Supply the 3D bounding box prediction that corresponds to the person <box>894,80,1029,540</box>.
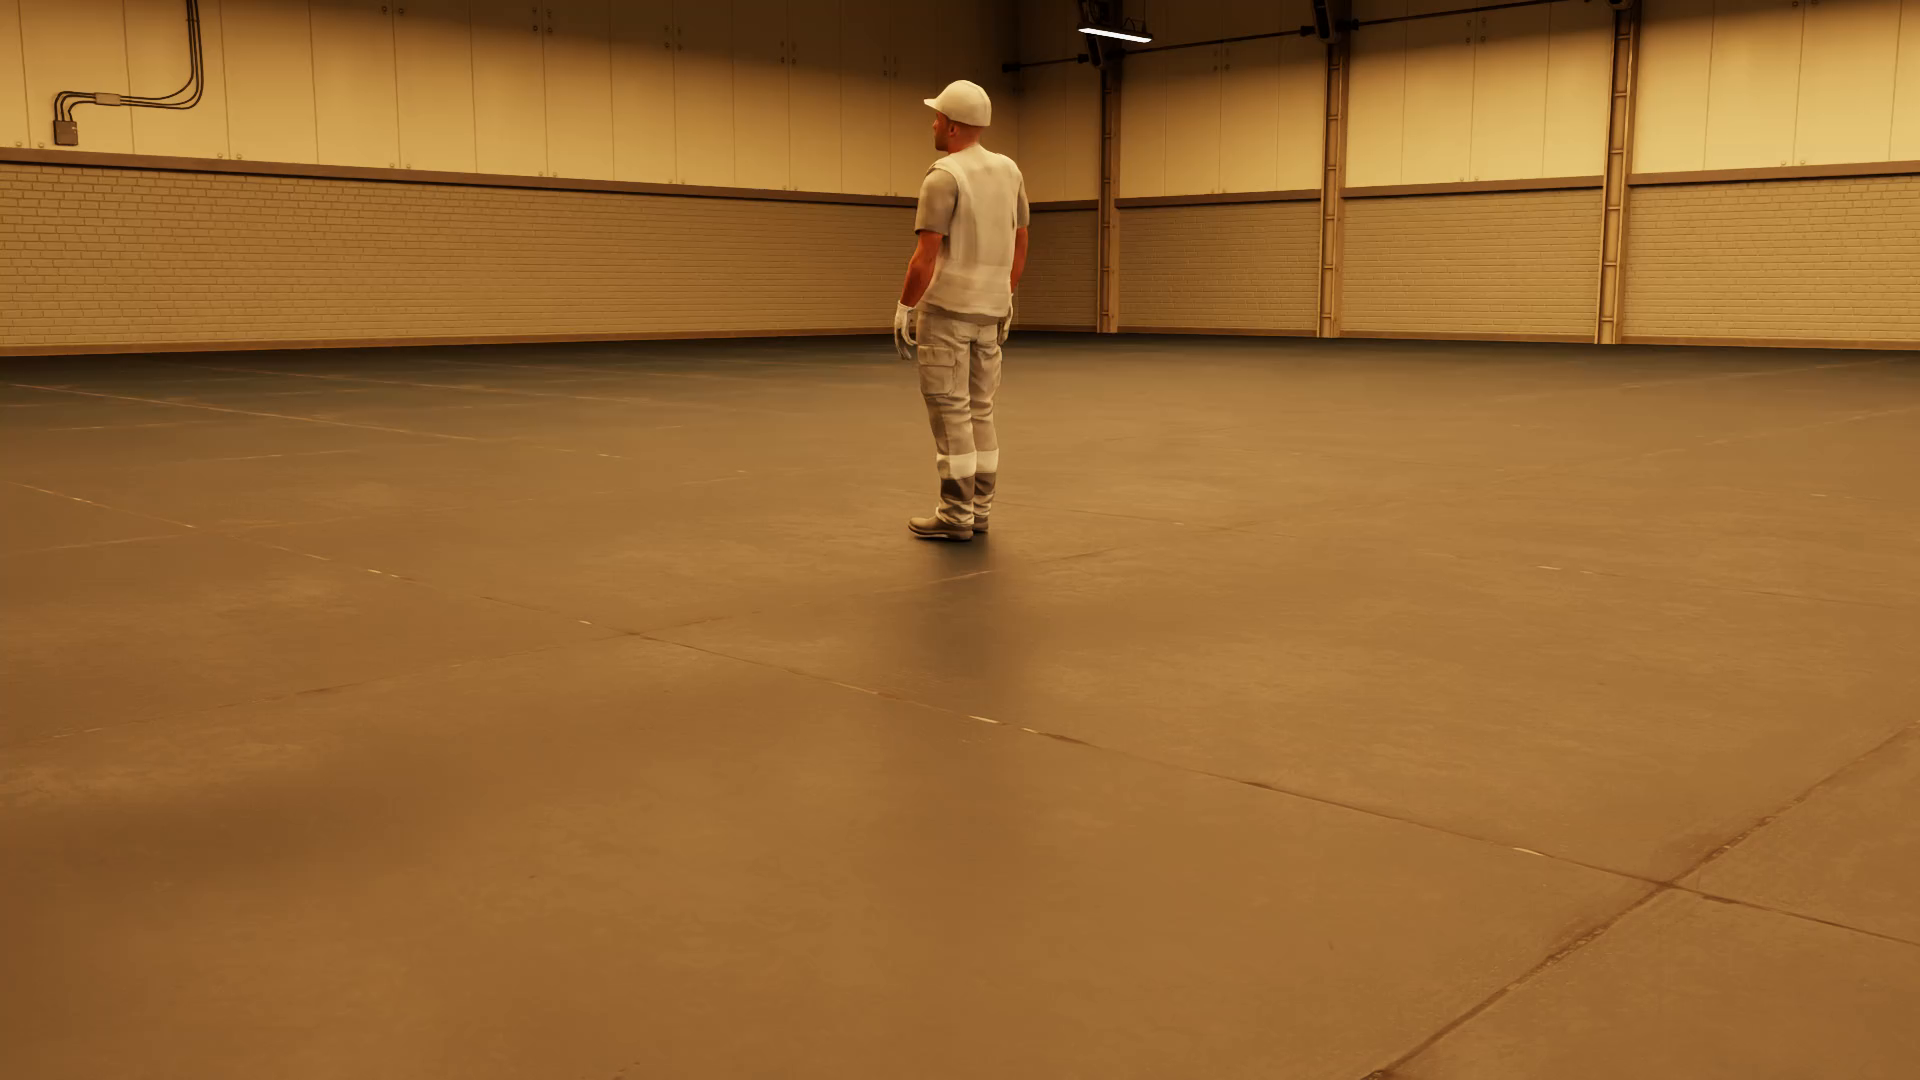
[{"bbox_3d":[-0.049,-0.902,6.647,0.564,1.787,0.637,8,12,43],"label":"person"}]
